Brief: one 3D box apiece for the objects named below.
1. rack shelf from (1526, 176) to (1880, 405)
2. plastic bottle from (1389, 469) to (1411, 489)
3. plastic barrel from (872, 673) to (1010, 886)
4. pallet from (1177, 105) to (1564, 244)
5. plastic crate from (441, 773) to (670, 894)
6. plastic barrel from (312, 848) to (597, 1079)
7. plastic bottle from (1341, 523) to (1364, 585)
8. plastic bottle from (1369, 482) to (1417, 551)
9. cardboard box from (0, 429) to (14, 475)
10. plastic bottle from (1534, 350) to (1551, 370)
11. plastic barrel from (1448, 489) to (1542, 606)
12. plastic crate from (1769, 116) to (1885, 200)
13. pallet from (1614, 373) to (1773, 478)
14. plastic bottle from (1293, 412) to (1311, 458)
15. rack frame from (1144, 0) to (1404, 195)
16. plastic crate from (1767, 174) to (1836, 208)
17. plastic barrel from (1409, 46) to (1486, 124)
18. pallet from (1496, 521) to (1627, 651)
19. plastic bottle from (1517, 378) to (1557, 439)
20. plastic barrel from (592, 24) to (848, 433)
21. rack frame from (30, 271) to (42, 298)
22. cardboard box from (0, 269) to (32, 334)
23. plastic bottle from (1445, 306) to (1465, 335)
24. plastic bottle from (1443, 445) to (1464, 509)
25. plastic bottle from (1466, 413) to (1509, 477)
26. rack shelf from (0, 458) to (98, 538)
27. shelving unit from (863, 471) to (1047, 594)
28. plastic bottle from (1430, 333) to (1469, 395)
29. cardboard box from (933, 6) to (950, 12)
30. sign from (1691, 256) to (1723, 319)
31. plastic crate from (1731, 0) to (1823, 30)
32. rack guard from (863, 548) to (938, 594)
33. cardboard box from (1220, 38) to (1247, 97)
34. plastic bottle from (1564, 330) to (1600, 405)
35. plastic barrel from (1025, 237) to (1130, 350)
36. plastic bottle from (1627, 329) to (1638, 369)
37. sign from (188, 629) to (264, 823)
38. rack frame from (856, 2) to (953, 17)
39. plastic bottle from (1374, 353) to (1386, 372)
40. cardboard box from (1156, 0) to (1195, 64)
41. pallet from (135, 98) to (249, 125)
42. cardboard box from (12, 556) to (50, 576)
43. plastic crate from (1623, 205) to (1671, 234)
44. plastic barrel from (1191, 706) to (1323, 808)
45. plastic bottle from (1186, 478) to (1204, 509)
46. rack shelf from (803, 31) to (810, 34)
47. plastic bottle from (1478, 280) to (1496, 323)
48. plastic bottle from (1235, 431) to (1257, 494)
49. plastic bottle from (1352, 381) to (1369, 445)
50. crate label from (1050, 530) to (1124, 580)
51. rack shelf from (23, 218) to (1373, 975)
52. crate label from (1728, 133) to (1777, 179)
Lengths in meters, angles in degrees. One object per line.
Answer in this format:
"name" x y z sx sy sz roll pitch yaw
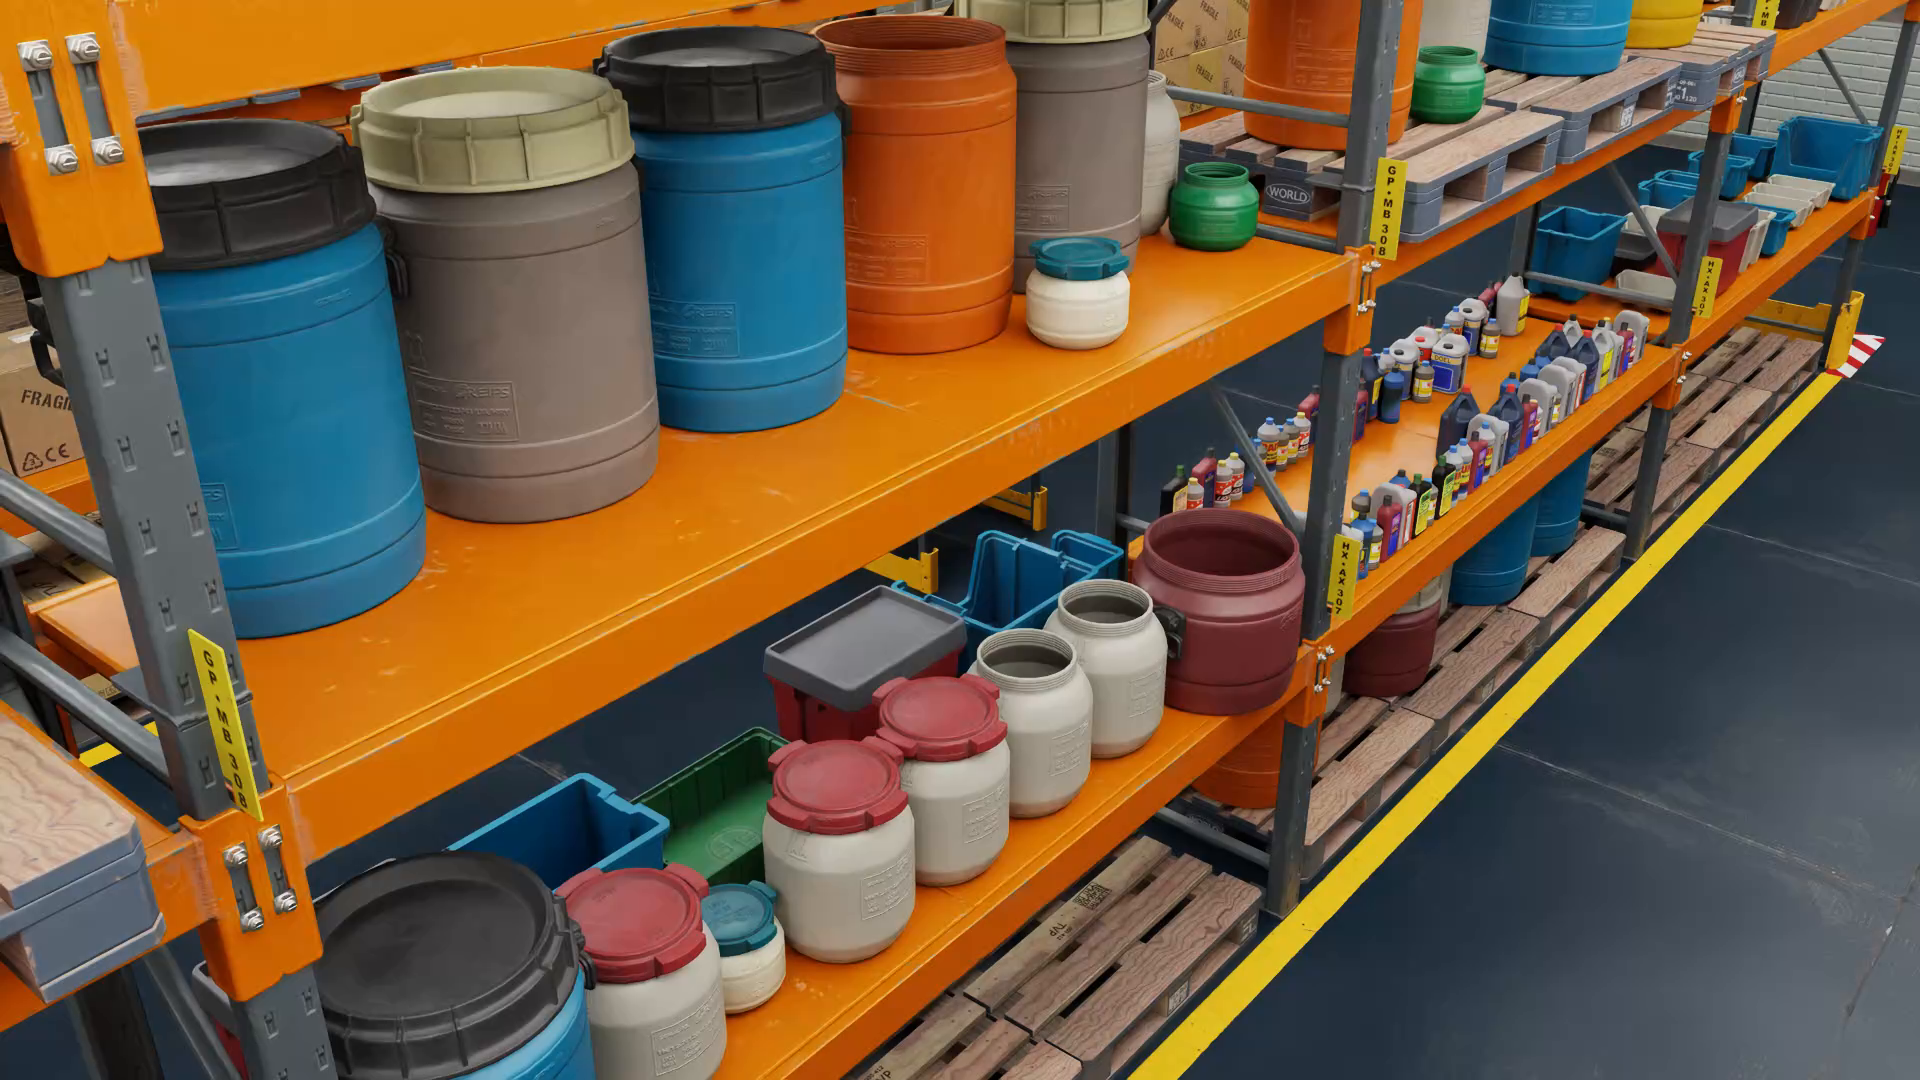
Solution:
"rack shelf" 4.780 -1.757 10.665 1.077 0.370 4.000 21 34 34
"plastic bottle" 1.830 -0.166 6.947 0.097 0.271 0.097 0 27 0
"plastic barrel" -0.061 0.720 4.946 0.433 0.535 0.433 0 27 0
"pallet" 1.525 -1.441 6.211 1.003 0.211 1.213 21 34 34
"plastic crate" -1.119 0.994 4.582 0.392 0.384 0.575 21 34 34
"plastic barrel" -1.101 1.198 3.625 0.600 0.901 0.708 21 34 34
"plastic bottle" 1.488 0.047 6.530 0.152 0.276 0.135 21 34 34
"plastic bottle" 1.782 -0.117 6.848 0.152 0.276 0.135 21 34 34
"cardboard box" -4.565 -0.479 7.303 0.500 0.500 0.500 24 36 38
"plastic bottle" 2.845 -0.798 8.168 0.097 0.271 0.097 0 27 0
"plastic barrel" 2.698 -0.183 8.667 0.600 0.901 0.708 21 34 34
"plastic crate" 5.983 -2.655 11.514 0.616 0.435 0.499 21 34 34
"pallet" 4.721 -0.836 11.136 1.003 0.211 1.213 21 34 34
"plastic bottle" 1.559 -0.488 7.646 0.097 0.201 0.097 0 27 0
"rack frame" 0.963 -2.614 5.010 1.000 3.000 0.127 21 34 34
"plastic crate" 5.673 -2.353 11.256 0.396 0.136 0.243 21 34 34
"plastic barrel" 1.815 -1.708 6.234 0.294 0.245 0.294 0 27 0
"pallet" 2.985 0.132 9.265 1.003 0.211 1.213 21 34 34
"plastic bottle" 2.720 -0.640 7.858 0.152 0.276 0.135 21 34 34
"plastic barrel" -0.593 -0.794 4.210 0.600 0.901 0.708 21 34 34
"rack frame" -6.681 -2.845 11.985 1.000 3.000 0.127 21 34 34
"cardboard box" -7.099 -1.660 11.935 0.700 0.500 0.500 21 34 35
"plastic bottle" 2.592 -1.095 8.742 0.097 0.271 0.097 0 27 0
"plastic bottle" 2.109 -0.278 7.162 0.097 0.271 0.097 0 27 0
"plastic bottle" 2.370 -0.445 7.481 0.152 0.276 0.135 21 34 34
"rack shelf" -4.129 -0.370 7.983 1.077 0.370 4.000 21 34 34
"shelving unit" -0.048 -0.639 9.353 0.587 1.500 1.083 21 34 34
"plastic bottle" 2.448 -0.887 8.335 0.152 0.276 0.135 21 34 34
"cardboard box" 0.133 -3.743 12.523 0.500 0.500 0.500 20 33 33
"sign" 3.931 -1.329 8.754 0.100 0.325 0.005 21 34 34
"plastic crate" 4.509 -3.002 9.167 0.497 0.269 0.590 21 34 34
"rack guard" -0.365 0.093 9.299 0.587 0.250 0.087 21 34 34
"cardboard box" 2.157 -4.041 14.188 0.500 0.500 0.500 22 35 36
"plastic bottle" 3.058 -0.859 8.199 0.144 0.351 0.185 21 34 34
"plastic barrel" 0.335 -0.701 4.727 0.301 0.262 0.301 0 27 0
"plastic bottle" 3.454 -0.996 8.627 0.097 0.201 0.097 0 27 0
"sign" -1.163 0.297 2.637 0.100 0.325 0.005 21 34 34
"rack frame" -0.312 -2.817 11.930 1.000 3.000 0.127 21 34 34
"plastic bottle" 2.026 -0.780 8.133 0.097 0.271 0.097 0 27 0
"cardboard box" 1.514 -4.121 13.254 0.500 0.500 0.500 22 34 36
"pallet" -3.928 -1.983 7.259 1.003 0.211 1.213 23 35 37
"cardboard box" -4.719 0.215 7.994 0.500 0.311 0.500 21 34 34
"plastic crate" 4.383 -1.983 10.539 0.293 0.136 0.466 21 34 34
"plastic barrel" 1.261 0.649 7.135 0.600 0.830 0.708 21 34 34
"plastic bottle" 0.979 -0.165 7.021 0.097 0.201 0.097 0 27 0
"rack shelf" -2.865 -4.653 16.262 1.077 0.370 4.000 21 34 34
"plastic bottle" 2.860 -1.263 9.054 0.061 0.283 0.133 21 34 34
"plastic bottle" 1.250 -0.347 7.296 0.097 0.271 0.097 0 27 0
"plastic bottle" 1.847 -0.594 7.762 0.061 0.283 0.133 21 34 34
"crate label" 0.406 0.165 6.349 0.303 0.233 0.416 21 34 34
"rack shelf" -0.309 -0.253 4.493 1.077 0.370 4.000 21 34 34
"crate label" 5.641 -2.747 11.912 0.416 0.233 0.303 21 34 34
